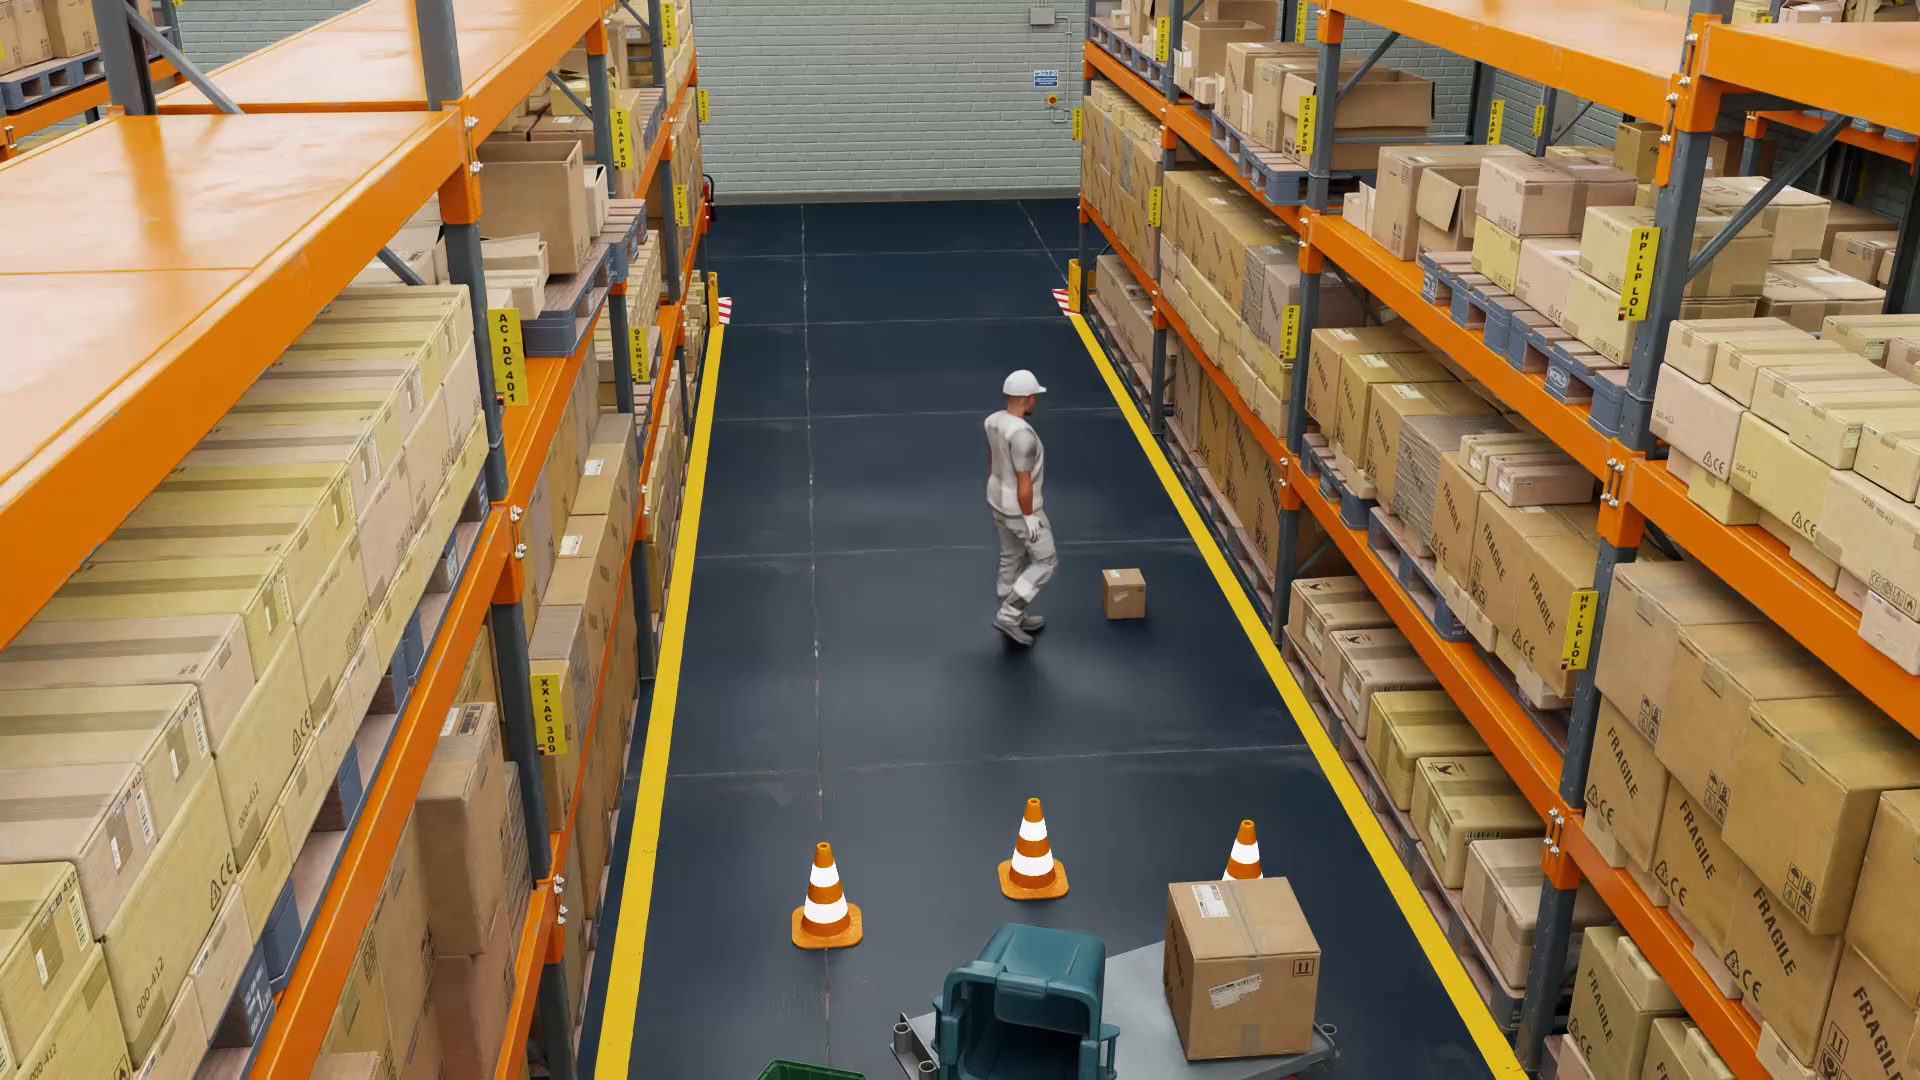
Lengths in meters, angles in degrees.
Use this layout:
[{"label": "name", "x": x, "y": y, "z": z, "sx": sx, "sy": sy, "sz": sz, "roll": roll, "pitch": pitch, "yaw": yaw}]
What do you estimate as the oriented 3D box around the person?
[{"label": "person", "x": 0.403, "y": -0.221, "z": 10.557, "sx": 0.433, "sy": 1.785, "sz": 0.563, "roll": -11, "pitch": 26, "yaw": -24}]
